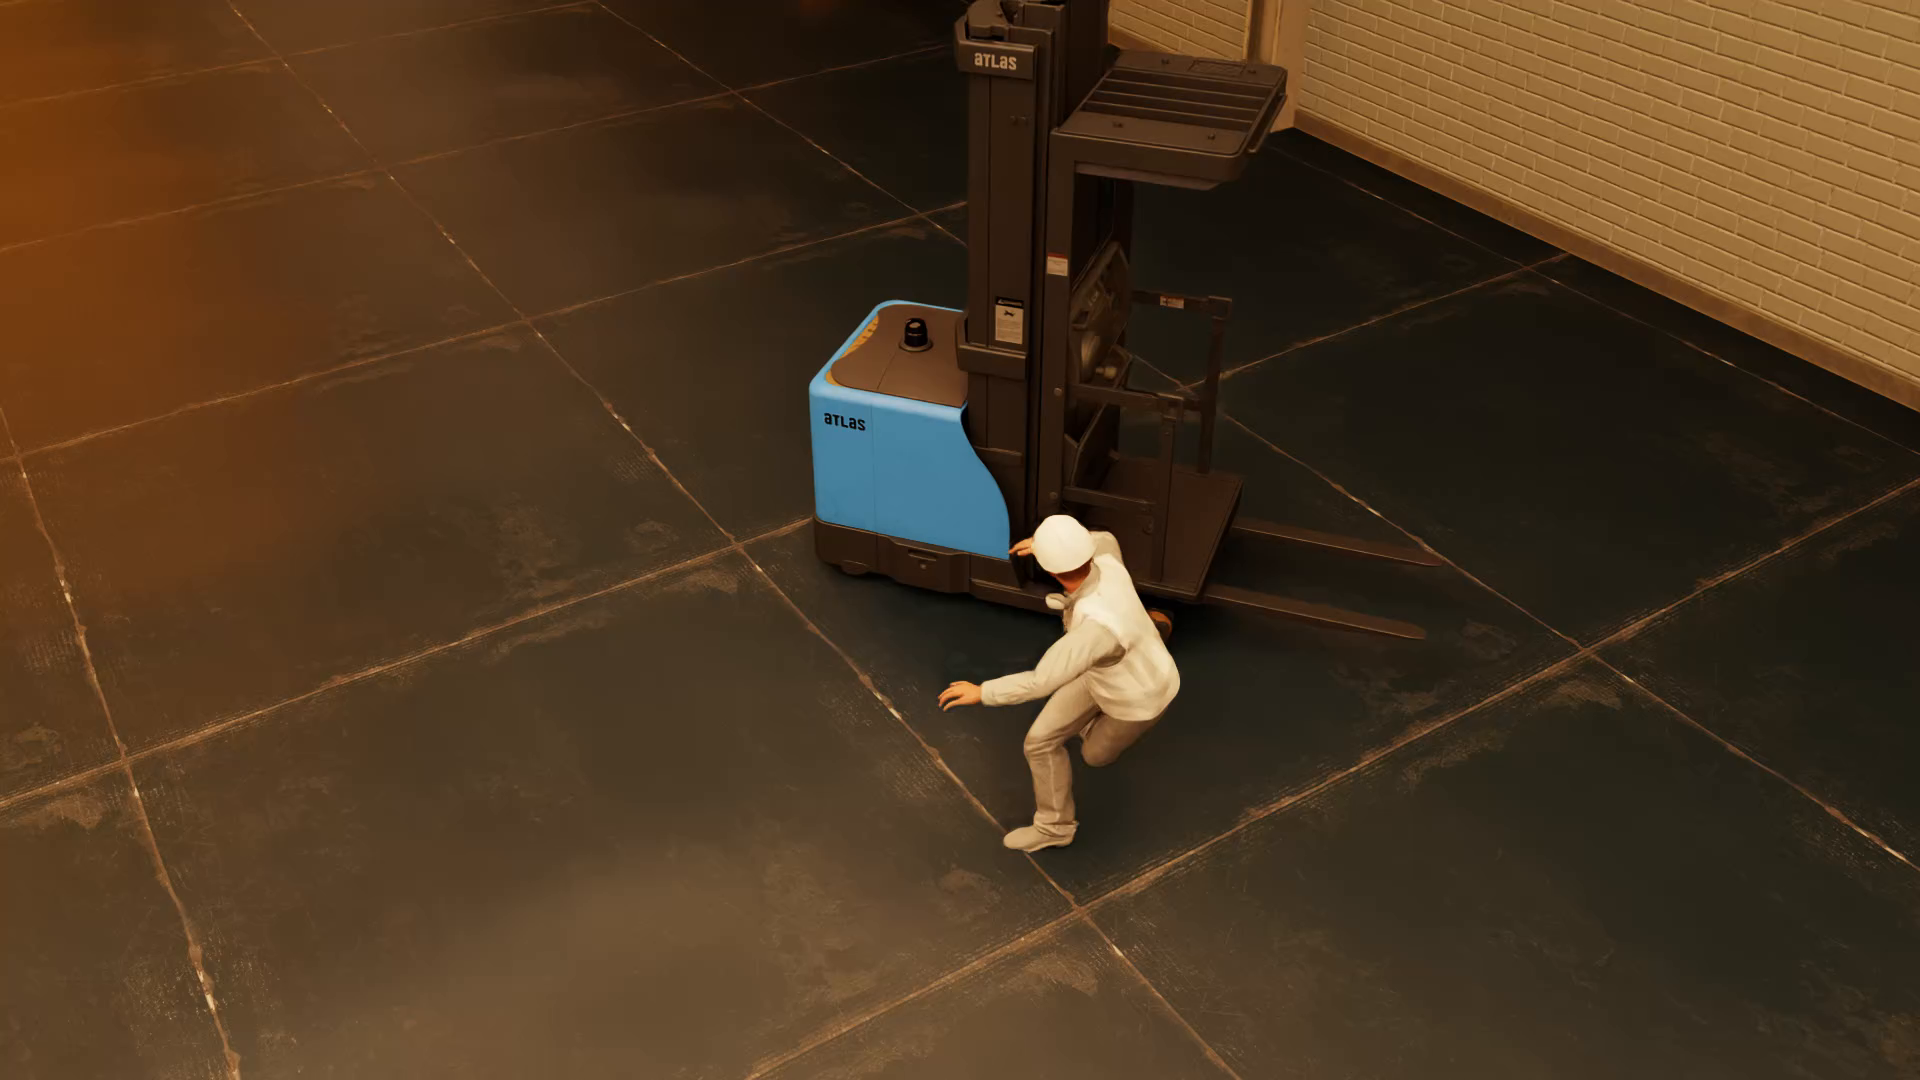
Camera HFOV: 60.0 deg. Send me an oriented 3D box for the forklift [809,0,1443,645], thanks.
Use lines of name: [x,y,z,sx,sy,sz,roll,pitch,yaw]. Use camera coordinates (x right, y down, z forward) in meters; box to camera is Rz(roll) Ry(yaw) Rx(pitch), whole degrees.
forklift: [0.835,-1.035,7.621,3.031,2.935,1.130,12,37,16]

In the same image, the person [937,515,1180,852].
person: [0.356,0.497,6.678,1.100,1.551,0.881,-15,38,-20]
